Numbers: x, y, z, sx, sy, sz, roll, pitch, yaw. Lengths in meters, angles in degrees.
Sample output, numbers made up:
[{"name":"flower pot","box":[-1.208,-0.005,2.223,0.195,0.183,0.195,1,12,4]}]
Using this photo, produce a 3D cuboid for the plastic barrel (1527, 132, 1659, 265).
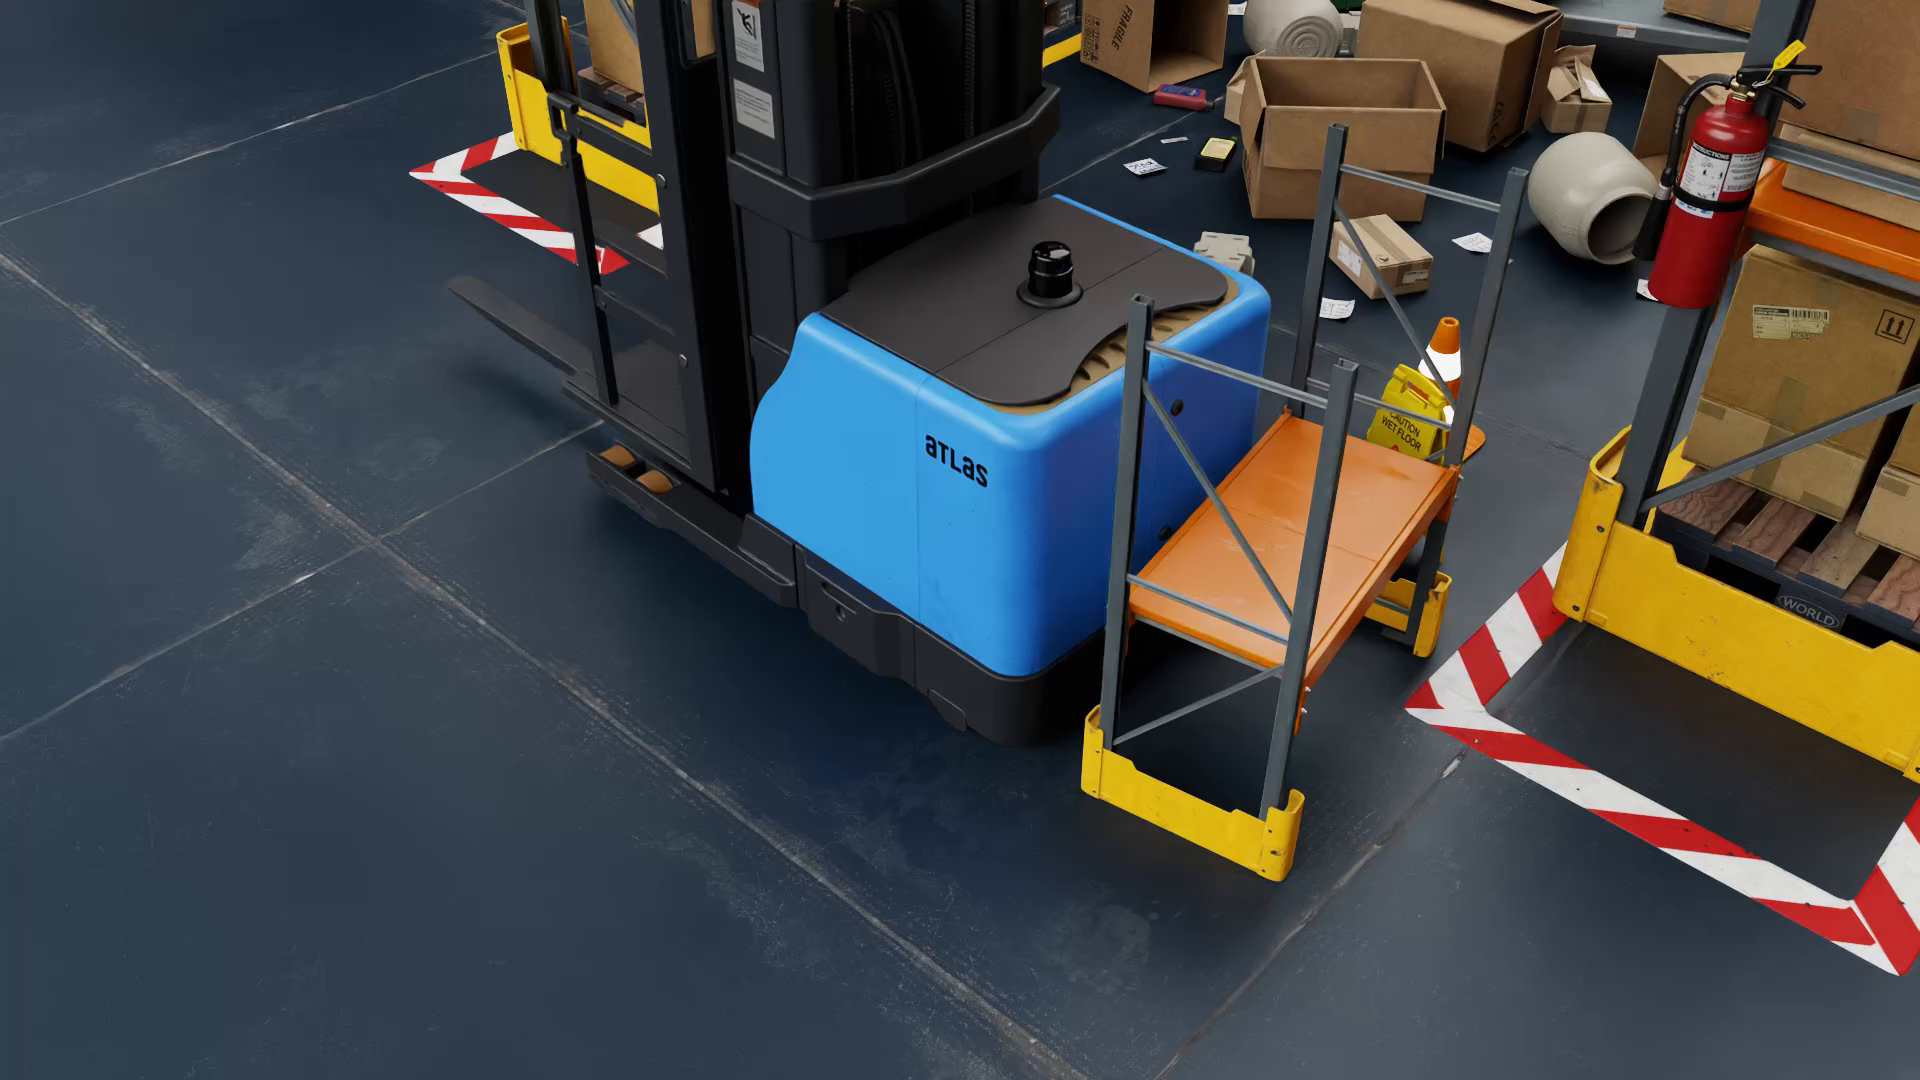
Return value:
[{"name":"plastic barrel","box":[2.529,-1.357,6.616,0.421,0.421,0.512,-5,39,-6]}]

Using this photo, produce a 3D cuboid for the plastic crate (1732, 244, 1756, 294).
[{"name":"plastic crate","box":[3.287,-1.099,6.567,0.402,0.080,0.583,14,41,17]}]

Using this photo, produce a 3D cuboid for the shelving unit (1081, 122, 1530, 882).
[{"name":"shelving unit","box":[0.857,-0.105,4.177,0.587,1.500,1.083,22,44,26]}]

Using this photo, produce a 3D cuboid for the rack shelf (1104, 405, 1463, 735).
[{"name":"rack shelf","box":[0.852,0.040,4.283,0.538,0.185,1.000,22,44,26]}]

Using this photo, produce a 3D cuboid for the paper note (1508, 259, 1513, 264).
[{"name":"paper note","box":[2.160,-1.097,6.621,0.032,0.001,0.123,30,47,32]}]

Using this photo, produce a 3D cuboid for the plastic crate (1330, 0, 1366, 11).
[{"name":"plastic crate","box":[2.079,-2.942,8.753,0.662,0.188,0.450,-11,30,-14]}]

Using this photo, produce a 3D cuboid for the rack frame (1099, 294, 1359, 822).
[{"name":"rack frame","box":[0.571,0.163,3.840,0.500,1.500,0.032,22,44,26]}]

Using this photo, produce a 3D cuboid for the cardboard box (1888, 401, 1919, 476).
[{"name":"cardboard box","box":[3.017,-0.428,4.647,0.500,0.500,0.500,28,46,31]}]

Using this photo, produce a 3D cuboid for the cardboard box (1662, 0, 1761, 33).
[{"name":"cardboard box","box":[3.617,-2.670,7.598,0.500,0.500,0.500,30,47,32]}]

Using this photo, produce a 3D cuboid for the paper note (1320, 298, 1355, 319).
[{"name":"paper note","box":[1.421,-0.889,6.343,0.148,0.019,0.142,14,41,17]}]

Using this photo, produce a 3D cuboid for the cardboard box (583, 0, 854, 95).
[{"name":"cardboard box","box":[-1.060,-2.485,7.334,0.875,0.875,0.875,30,47,32]}]

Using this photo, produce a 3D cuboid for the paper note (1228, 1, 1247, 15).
[{"name":"paper note","box":[1.444,-2.799,8.745,0.147,0.020,0.142,2,39,2]}]

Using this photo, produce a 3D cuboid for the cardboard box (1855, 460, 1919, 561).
[{"name":"cardboard box","box":[3.001,-0.123,4.867,0.500,0.250,0.500,29,47,32]}]

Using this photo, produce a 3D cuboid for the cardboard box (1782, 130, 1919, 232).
[{"name":"cardboard box","box":[2.347,-0.944,4.229,0.380,0.149,0.250,31,48,33]}]

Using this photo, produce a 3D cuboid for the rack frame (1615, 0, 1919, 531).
[{"name":"rack frame","box":[2.253,-0.781,3.822,1.000,3.000,0.127,30,47,32]}]

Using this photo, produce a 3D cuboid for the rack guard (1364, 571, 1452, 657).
[{"name":"rack guard","box":[1.132,0.126,4.891,0.587,0.250,0.087,22,44,26]}]

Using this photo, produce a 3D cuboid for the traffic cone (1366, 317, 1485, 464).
[{"name":"traffic cone","box":[1.591,-0.527,5.541,0.336,0.463,0.334,30,47,32]}]

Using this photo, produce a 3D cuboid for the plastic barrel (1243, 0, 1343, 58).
[{"name":"plastic barrel","box":[1.596,-2.477,8.024,0.421,0.421,0.512,-5,39,-6]}]

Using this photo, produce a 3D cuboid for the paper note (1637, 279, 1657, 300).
[{"name":"paper note","box":[2.704,-0.973,6.449,0.142,0.019,0.148,14,41,17]}]

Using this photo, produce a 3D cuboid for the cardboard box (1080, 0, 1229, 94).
[{"name":"cardboard box","box":[0.940,-2.529,8.027,0.500,0.500,0.500,-26,45,-29]}]

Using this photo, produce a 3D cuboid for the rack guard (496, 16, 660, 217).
[{"name":"rack guard","box":[-1.485,-1.823,7.141,1.175,0.500,0.348,30,47,32]}]

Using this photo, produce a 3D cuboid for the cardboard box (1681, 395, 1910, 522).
[{"name":"cardboard box","box":[2.616,-0.364,5.170,0.500,0.250,0.500,29,47,32]}]

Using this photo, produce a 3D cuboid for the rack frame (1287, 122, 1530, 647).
[{"name":"rack frame","box":[1.133,-0.364,4.503,0.500,1.500,0.032,22,44,26]}]

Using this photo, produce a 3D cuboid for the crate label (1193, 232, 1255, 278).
[{"name":"crate label","box":[1.027,-1.096,6.519,0.250,0.136,0.298,8,39,10]}]

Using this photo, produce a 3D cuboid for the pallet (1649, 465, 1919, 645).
[{"name":"pallet","box":[2.878,-0.082,5.184,1.003,0.211,1.213,30,47,32]}]

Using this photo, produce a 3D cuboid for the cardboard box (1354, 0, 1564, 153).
[{"name":"cardboard box","box":[2.194,-2.160,7.453,0.797,0.637,0.503,30,47,32]}]

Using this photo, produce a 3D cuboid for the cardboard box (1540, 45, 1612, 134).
[{"name":"cardboard box","box":[2.818,-2.075,7.646,0.258,0.266,0.396,2,39,2]}]

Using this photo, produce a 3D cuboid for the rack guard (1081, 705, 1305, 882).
[{"name":"rack guard","box":[0.581,0.642,4.242,0.587,0.250,0.087,22,44,26]}]

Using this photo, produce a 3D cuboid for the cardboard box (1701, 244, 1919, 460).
[{"name":"cardboard box","box":[2.601,-0.640,4.914,0.500,0.500,0.500,30,47,32]}]

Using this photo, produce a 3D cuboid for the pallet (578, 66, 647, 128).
[{"name":"pallet","box":[-0.987,-2.121,7.748,1.003,0.211,1.213,30,47,32]}]

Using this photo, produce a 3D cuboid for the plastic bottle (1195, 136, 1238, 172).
[{"name":"plastic bottle","box":[1.142,-1.723,7.368,0.133,0.061,0.283,14,41,17]}]

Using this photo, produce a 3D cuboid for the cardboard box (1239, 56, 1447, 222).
[{"name":"cardboard box","box":[1.569,-1.673,6.950,0.797,0.503,0.637,2,39,2]}]

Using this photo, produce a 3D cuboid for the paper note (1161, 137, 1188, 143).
[{"name":"paper note","box":[0.969,-1.808,7.516,0.123,0.001,0.032,-11,40,-14]}]

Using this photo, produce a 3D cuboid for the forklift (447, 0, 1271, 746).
[{"name":"forklift","box":[-0.564,-1.406,4.663,3.031,2.935,1.130,31,48,33]}]

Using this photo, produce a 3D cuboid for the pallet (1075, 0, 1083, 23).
[{"name":"pallet","box":[0.659,-3.242,9.158,1.003,0.211,1.213,30,47,32]}]

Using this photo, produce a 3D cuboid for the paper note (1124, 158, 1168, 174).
[{"name":"paper note","box":[0.814,-1.638,7.287,0.142,0.017,0.144,-18,42,-21]}]

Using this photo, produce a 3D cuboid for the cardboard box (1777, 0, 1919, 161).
[{"name":"cardboard box","box":[2.416,-1.301,4.157,0.500,0.500,0.500,29,47,31]}]

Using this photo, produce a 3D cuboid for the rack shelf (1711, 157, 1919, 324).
[{"name":"rack shelf","box":[3.602,-1.418,5.201,1.077,0.370,4.000,30,47,32]}]

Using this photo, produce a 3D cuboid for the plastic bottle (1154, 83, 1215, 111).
[{"name":"plastic bottle","box":[1.065,-2.075,7.811,0.283,0.061,0.133,14,41,17]}]

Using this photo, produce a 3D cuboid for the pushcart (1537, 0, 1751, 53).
[{"name":"pushcart","box":[3.235,-2.526,8.124,1.648,0.377,0.936,14,41,17]}]

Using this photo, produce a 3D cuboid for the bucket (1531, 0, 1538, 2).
[{"name":"bucket","box":[2.839,-2.933,7.938,0.620,0.611,0.726,-10,38,-28]}]

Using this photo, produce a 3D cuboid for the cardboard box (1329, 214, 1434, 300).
[{"name":"cardboard box","box":[1.646,-1.115,6.532,0.250,0.149,0.380,-11,40,-14]}]

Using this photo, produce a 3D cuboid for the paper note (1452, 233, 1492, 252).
[{"name":"paper note","box":[2.105,-1.211,6.758,0.142,0.019,0.148,-18,42,-21]}]

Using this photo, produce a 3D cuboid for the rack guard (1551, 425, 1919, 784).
[{"name":"rack guard","box":[2.304,0.163,4.643,1.175,0.500,0.348,30,47,32]}]

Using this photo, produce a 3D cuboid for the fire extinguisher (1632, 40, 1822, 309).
[{"name":"fire extinguisher","box":[1.835,-0.891,4.023,0.296,0.674,0.183,30,47,32]}]

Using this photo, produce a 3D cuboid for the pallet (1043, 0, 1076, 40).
[{"name":"pallet","box":[-0.164,-2.679,8.450,1.003,0.211,1.213,30,47,32]}]

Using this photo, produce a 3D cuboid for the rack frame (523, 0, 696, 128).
[{"name":"rack frame","box":[-1.469,-2.813,6.377,1.000,3.000,0.127,30,47,32]}]

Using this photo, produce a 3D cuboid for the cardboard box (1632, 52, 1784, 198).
[{"name":"cardboard box","box":[3.224,-1.720,7.009,0.500,0.500,0.500,-5,39,-6]}]

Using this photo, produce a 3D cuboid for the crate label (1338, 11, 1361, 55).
[{"name":"crate label","box":[1.961,-2.550,8.347,0.298,0.136,0.250,2,39,2]}]

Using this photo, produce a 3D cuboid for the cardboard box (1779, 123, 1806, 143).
[{"name":"cardboard box","box":[2.436,-1.107,4.434,0.380,0.149,0.250,29,47,31]}]

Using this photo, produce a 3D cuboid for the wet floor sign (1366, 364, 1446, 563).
[{"name":"wet floor sign","box":[1.335,-0.221,5.010,0.232,0.644,0.267,-18,42,-21]}]

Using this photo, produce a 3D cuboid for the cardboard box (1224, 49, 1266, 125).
[{"name":"cardboard box","box":[1.429,-2.017,7.573,0.258,0.266,0.396,-26,45,-29]}]
